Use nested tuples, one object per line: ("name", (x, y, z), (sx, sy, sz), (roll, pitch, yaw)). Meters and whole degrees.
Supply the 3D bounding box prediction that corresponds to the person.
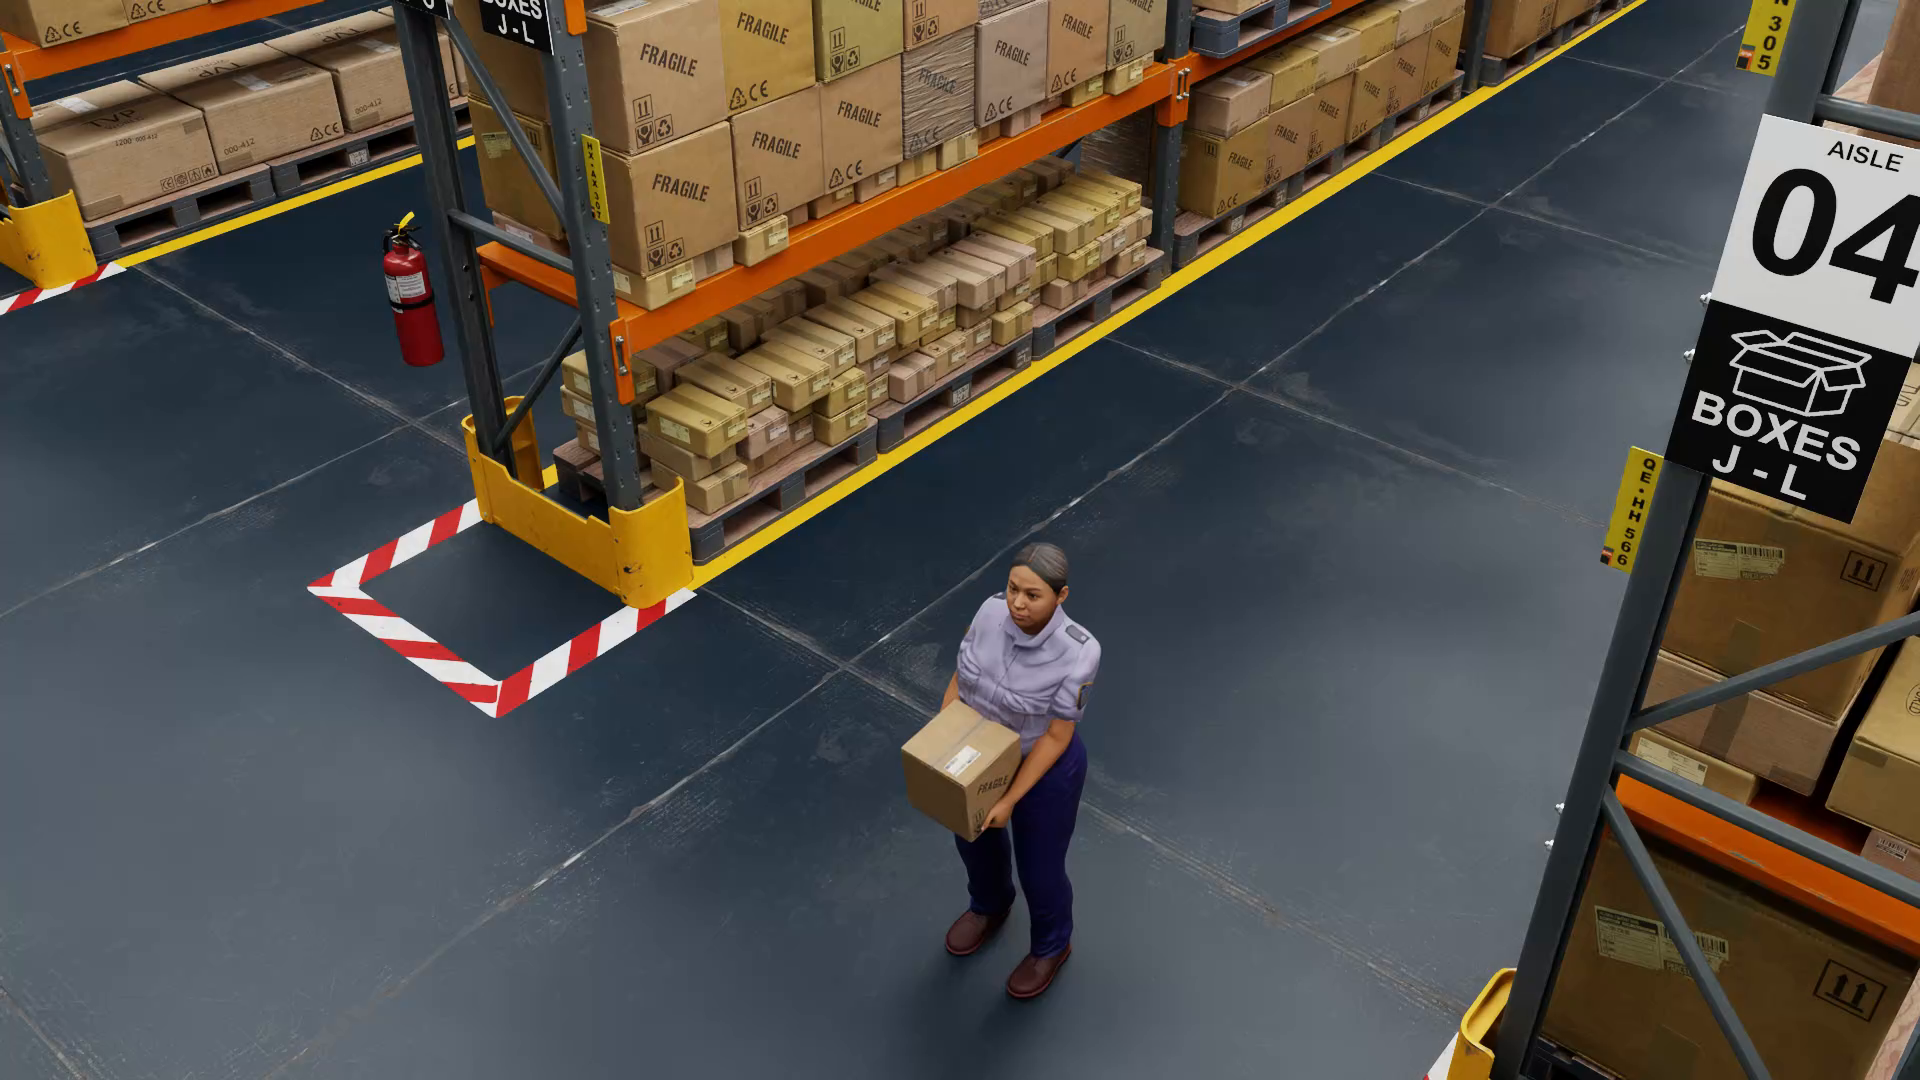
("person", (0.146, 0.731, 5.123), (0.469, 1.645, 0.508), (26, 43, 31))
